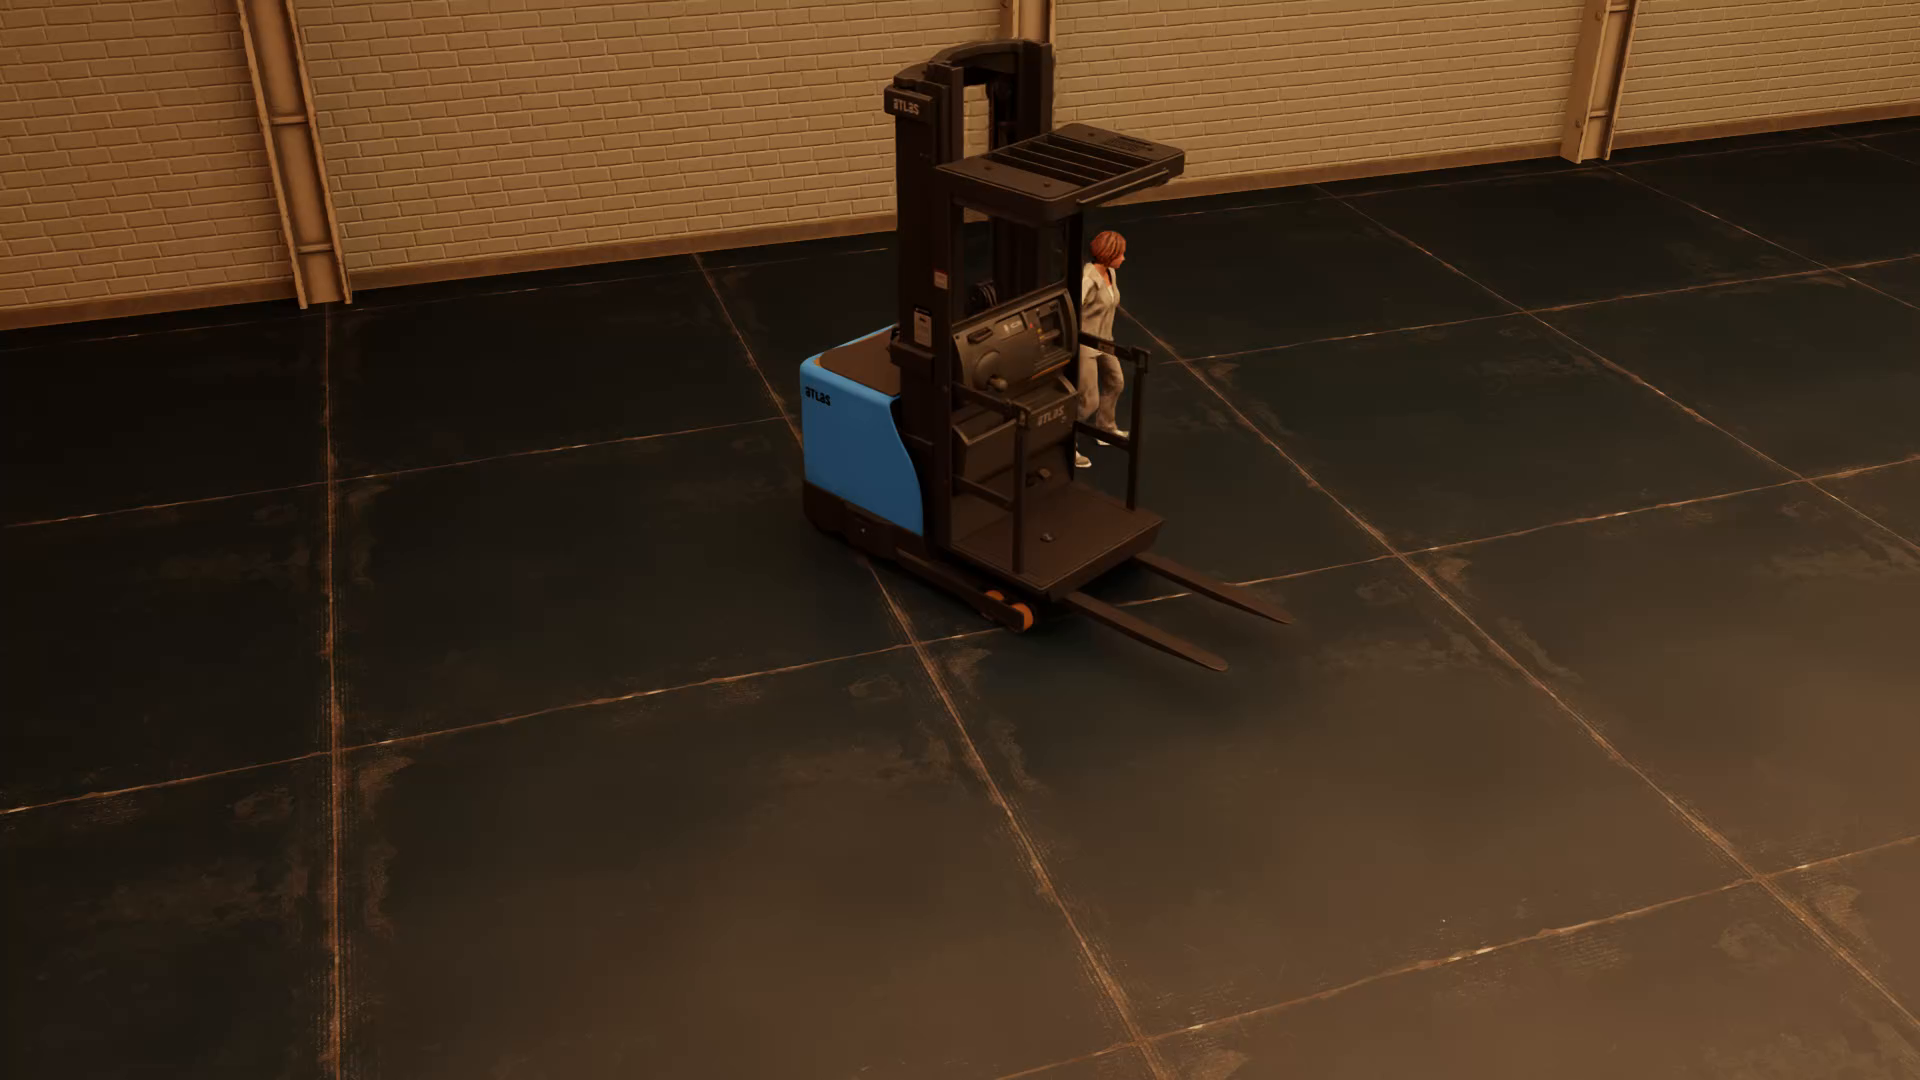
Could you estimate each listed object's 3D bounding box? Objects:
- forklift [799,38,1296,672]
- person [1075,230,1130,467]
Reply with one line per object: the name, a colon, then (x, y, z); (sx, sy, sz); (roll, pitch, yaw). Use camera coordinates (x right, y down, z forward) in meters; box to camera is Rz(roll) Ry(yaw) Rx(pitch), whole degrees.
forklift: (0.461, -1.052, 8.916); (3.031, 2.935, 1.130); (25, 38, 37)
person: (0.844, -1.227, 10.605); (0.397, 1.563, 0.725); (14, 33, 23)
